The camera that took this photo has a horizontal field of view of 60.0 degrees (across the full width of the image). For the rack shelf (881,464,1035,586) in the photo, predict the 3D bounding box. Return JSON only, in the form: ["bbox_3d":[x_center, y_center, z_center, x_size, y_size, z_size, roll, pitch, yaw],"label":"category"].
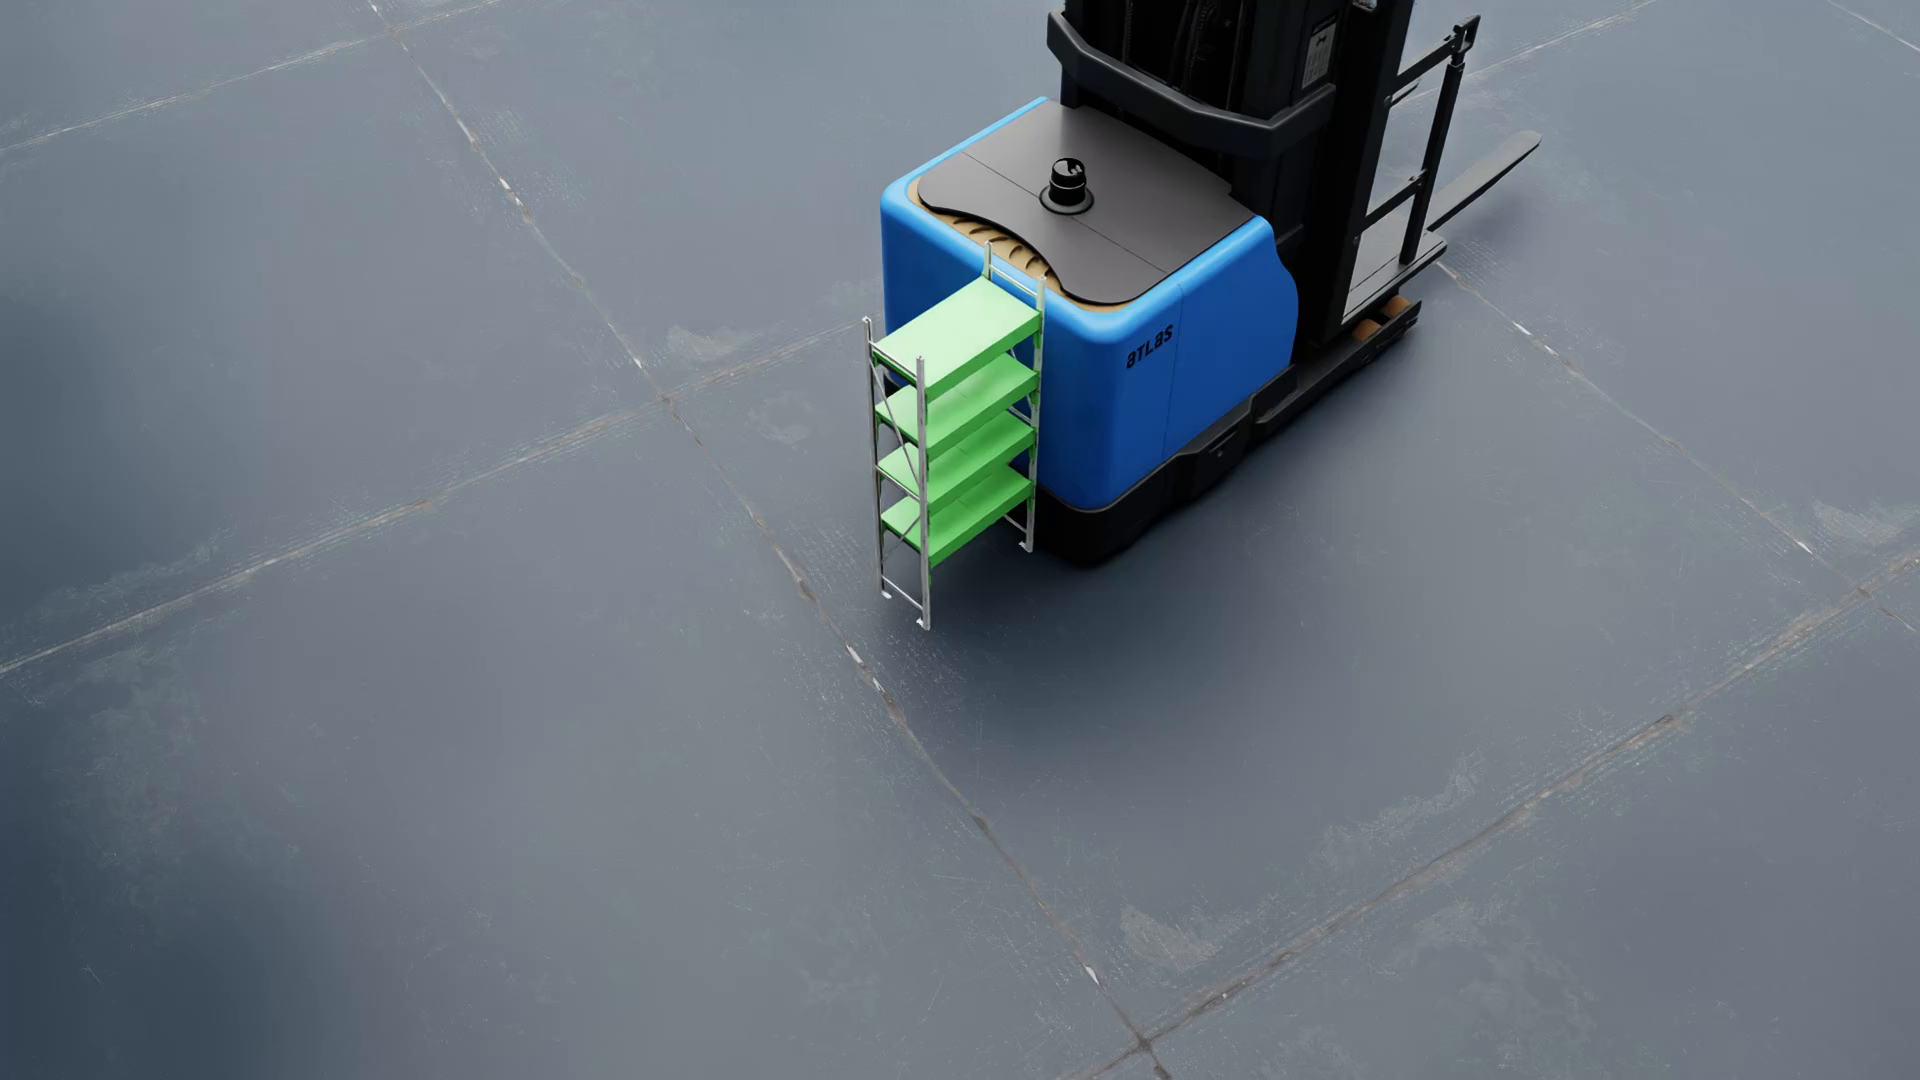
[{"bbox_3d":[-0.013,-0.091,5.434,0.480,0.148,0.258,-36,58,-28],"label":"rack shelf"}]

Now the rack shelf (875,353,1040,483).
[{"bbox_3d":[-0.013,-0.410,5.076,0.480,0.148,0.258,-36,58,-28],"label":"rack shelf"}]

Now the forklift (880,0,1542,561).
[{"bbox_3d":[1.128,-1.898,5.477,3.031,2.935,1.130,-37,58,-28],"label":"forklift"}]

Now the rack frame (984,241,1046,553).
[{"bbox_3d":[0.161,-0.421,5.321,0.015,1.200,0.240,-36,58,-28],"label":"rack frame"}]

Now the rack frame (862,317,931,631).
[{"bbox_3d":[-0.187,-0.165,5.094,0.015,1.200,0.240,-36,58,-28],"label":"rack frame"}]

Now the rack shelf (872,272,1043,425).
[{"bbox_3d":[-0.013,-0.570,4.897,0.480,0.148,0.258,-36,58,-28],"label":"rack shelf"}]

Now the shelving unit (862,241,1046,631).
[{"bbox_3d":[-0.013,-0.293,5.208,0.503,1.200,0.258,-36,58,-28],"label":"shelving unit"}]

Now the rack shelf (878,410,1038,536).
[{"bbox_3d":[-0.013,-0.251,5.255,0.480,0.148,0.258,-36,58,-28],"label":"rack shelf"}]
